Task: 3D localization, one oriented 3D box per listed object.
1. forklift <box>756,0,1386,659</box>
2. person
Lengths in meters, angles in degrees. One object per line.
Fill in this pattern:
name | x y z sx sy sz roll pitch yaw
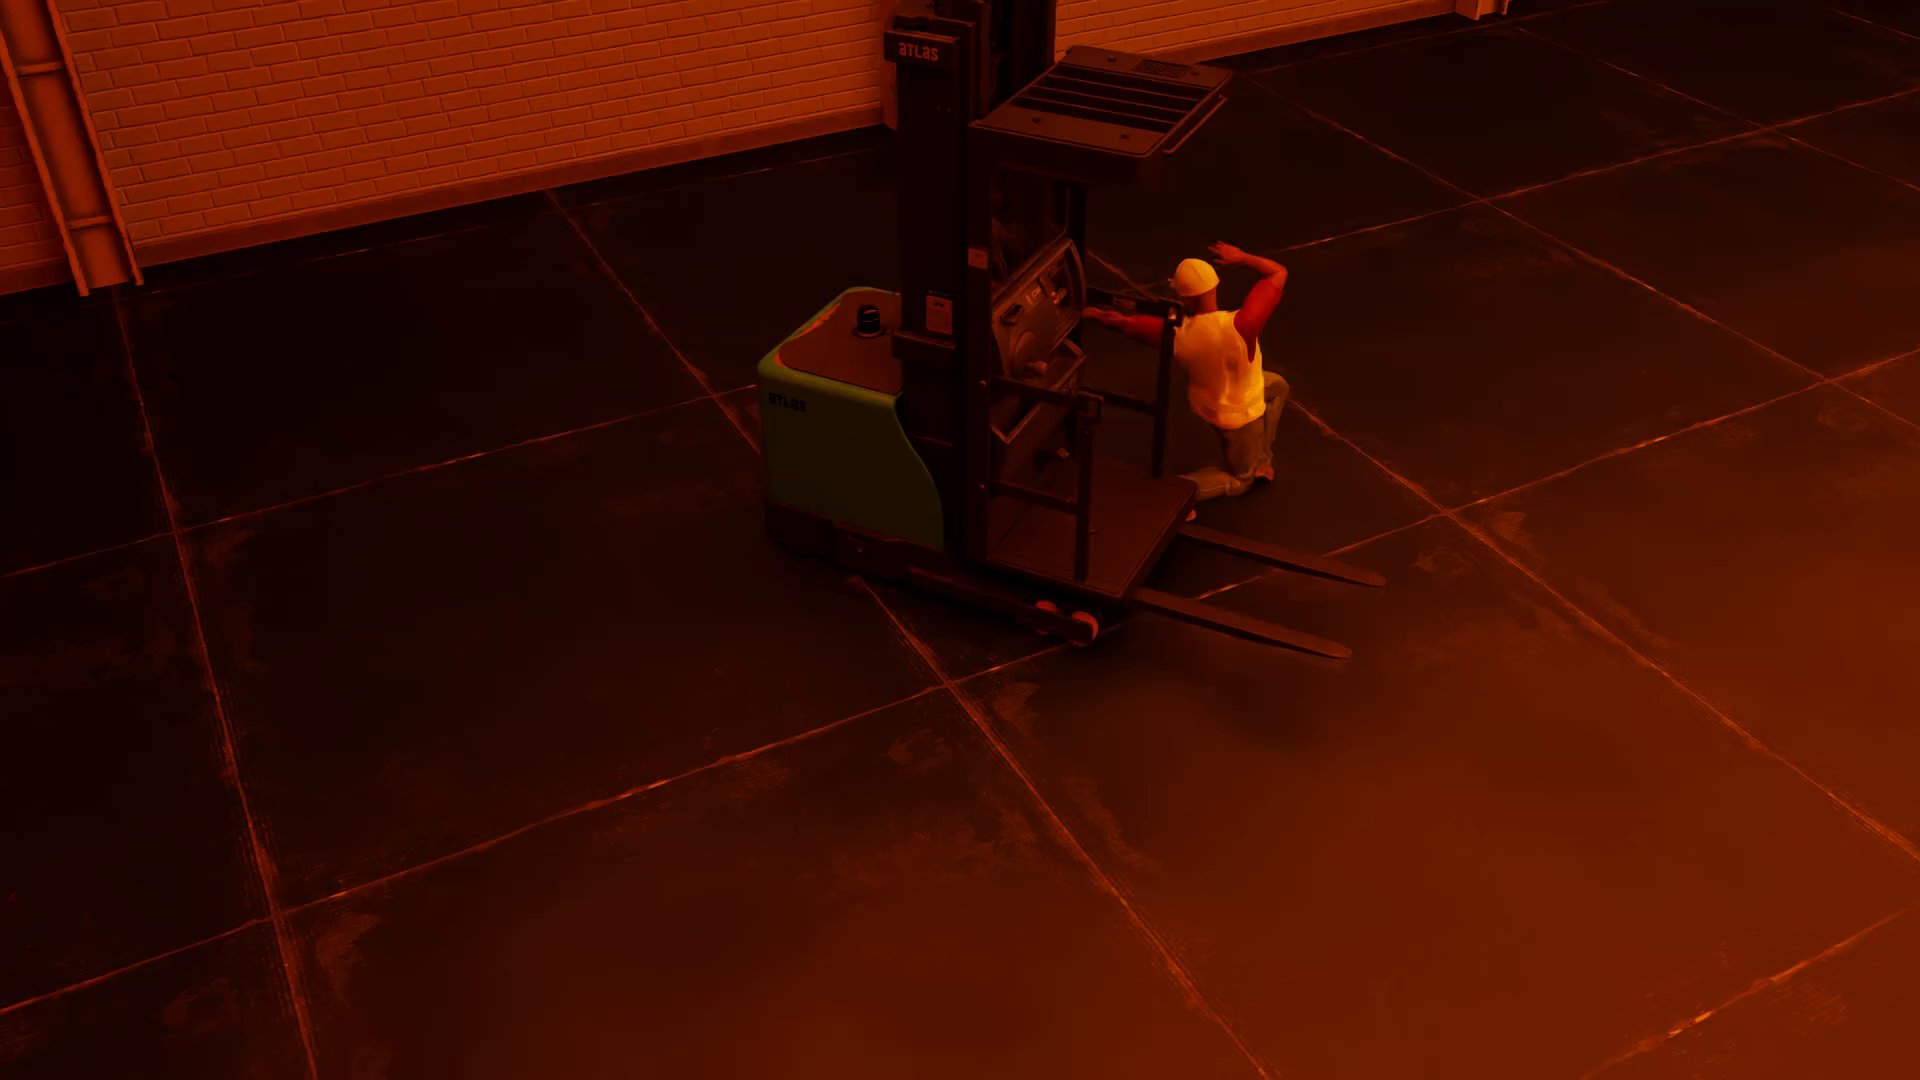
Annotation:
forklift | 0.548 -1.041 7.596 3.031 2.935 1.130 16 38 21
person | 1.230 -0.926 8.710 0.915 1.472 1.059 -21 40 -27
